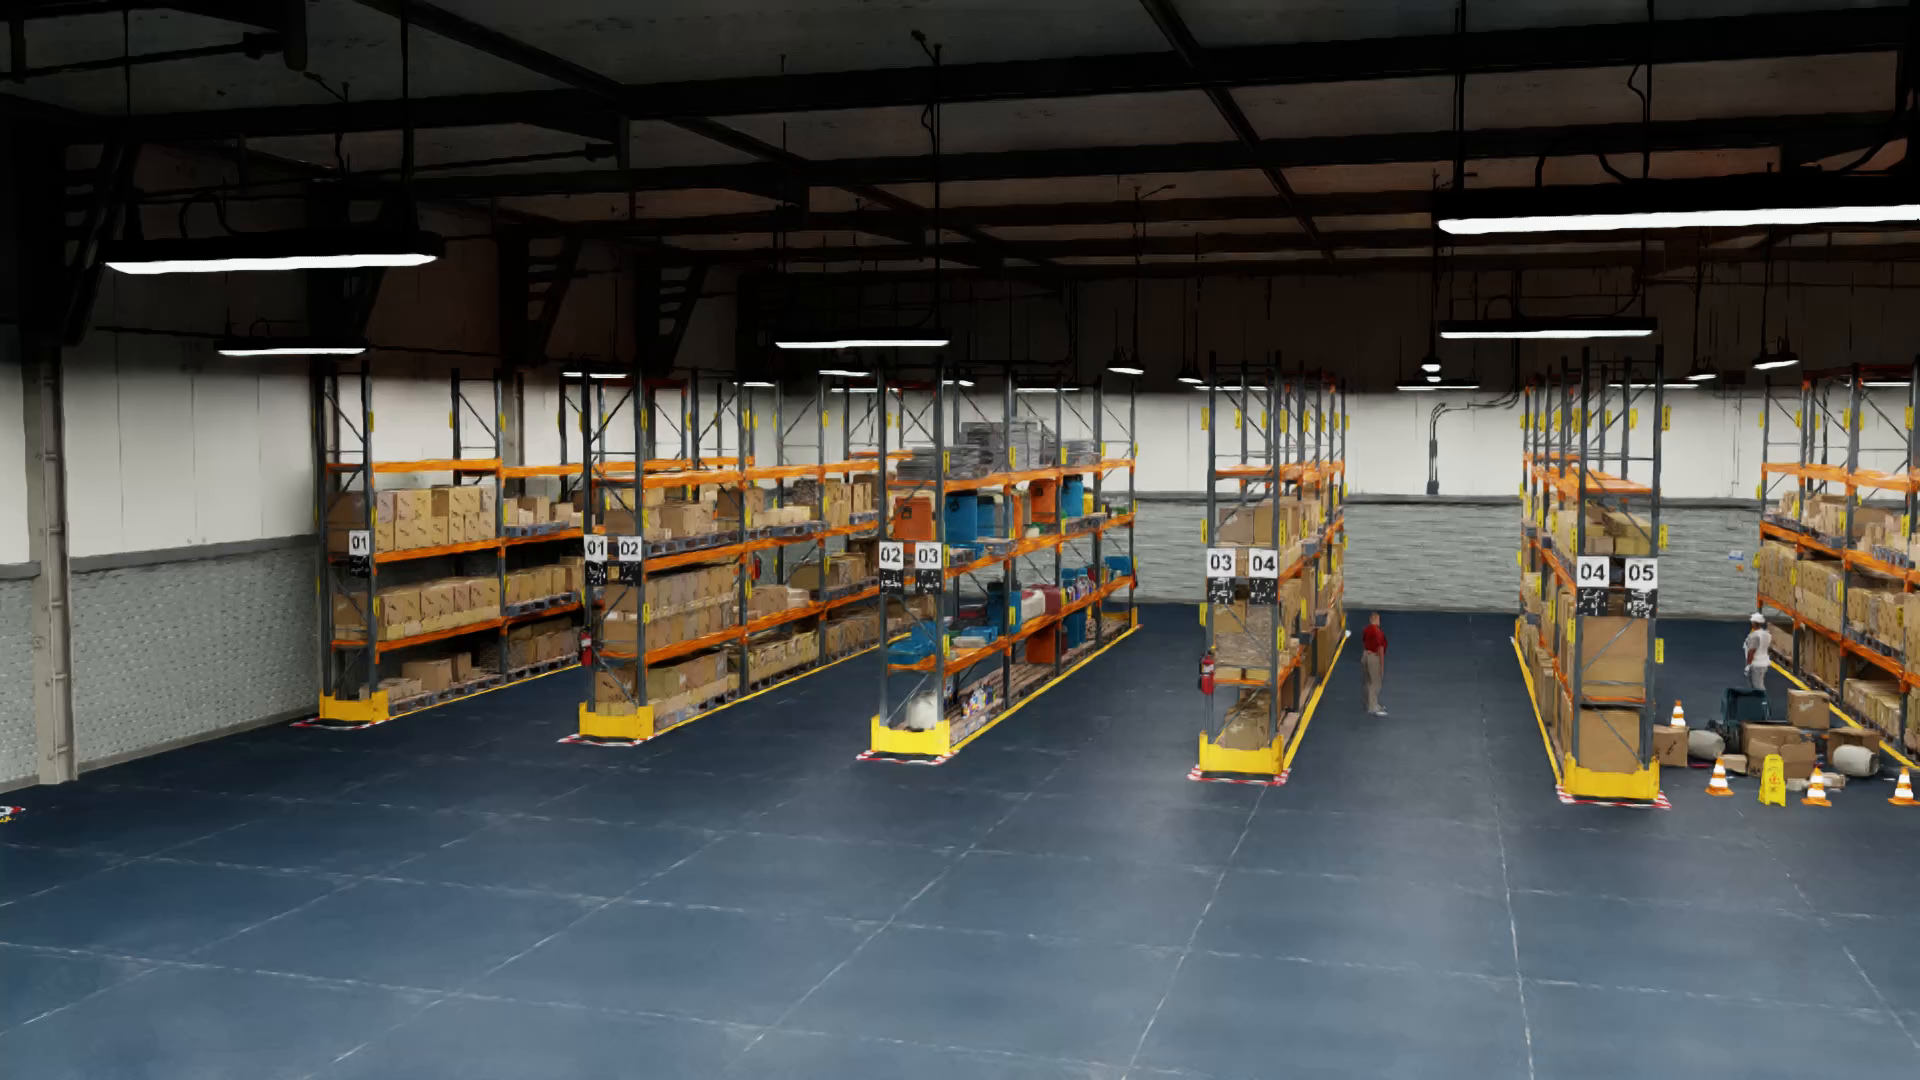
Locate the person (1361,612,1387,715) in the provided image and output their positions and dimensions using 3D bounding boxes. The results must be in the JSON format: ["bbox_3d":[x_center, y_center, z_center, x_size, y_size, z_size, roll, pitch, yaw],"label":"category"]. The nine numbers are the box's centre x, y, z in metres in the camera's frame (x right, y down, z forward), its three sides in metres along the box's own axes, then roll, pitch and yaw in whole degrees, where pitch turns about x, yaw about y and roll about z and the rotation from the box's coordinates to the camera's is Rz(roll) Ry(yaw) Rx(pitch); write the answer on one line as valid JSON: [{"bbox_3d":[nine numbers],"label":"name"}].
[{"bbox_3d":[7.131,2.089,28.490,0.450,1.731,0.589,-1,4,-15],"label":"person"}]

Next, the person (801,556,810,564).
[{"bbox_3d":[-3.616,1.275,39.485,0.454,1.780,0.601,-1,4,-12],"label":"person"}]

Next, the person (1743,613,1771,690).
[{"bbox_3d":[13.321,2.106,27.872,0.577,1.783,0.662,4,6,43],"label":"person"}]

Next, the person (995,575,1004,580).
[{"bbox_3d":[0.915,1.563,36.875,0.639,1.628,0.512,1,4,14],"label":"person"}]
